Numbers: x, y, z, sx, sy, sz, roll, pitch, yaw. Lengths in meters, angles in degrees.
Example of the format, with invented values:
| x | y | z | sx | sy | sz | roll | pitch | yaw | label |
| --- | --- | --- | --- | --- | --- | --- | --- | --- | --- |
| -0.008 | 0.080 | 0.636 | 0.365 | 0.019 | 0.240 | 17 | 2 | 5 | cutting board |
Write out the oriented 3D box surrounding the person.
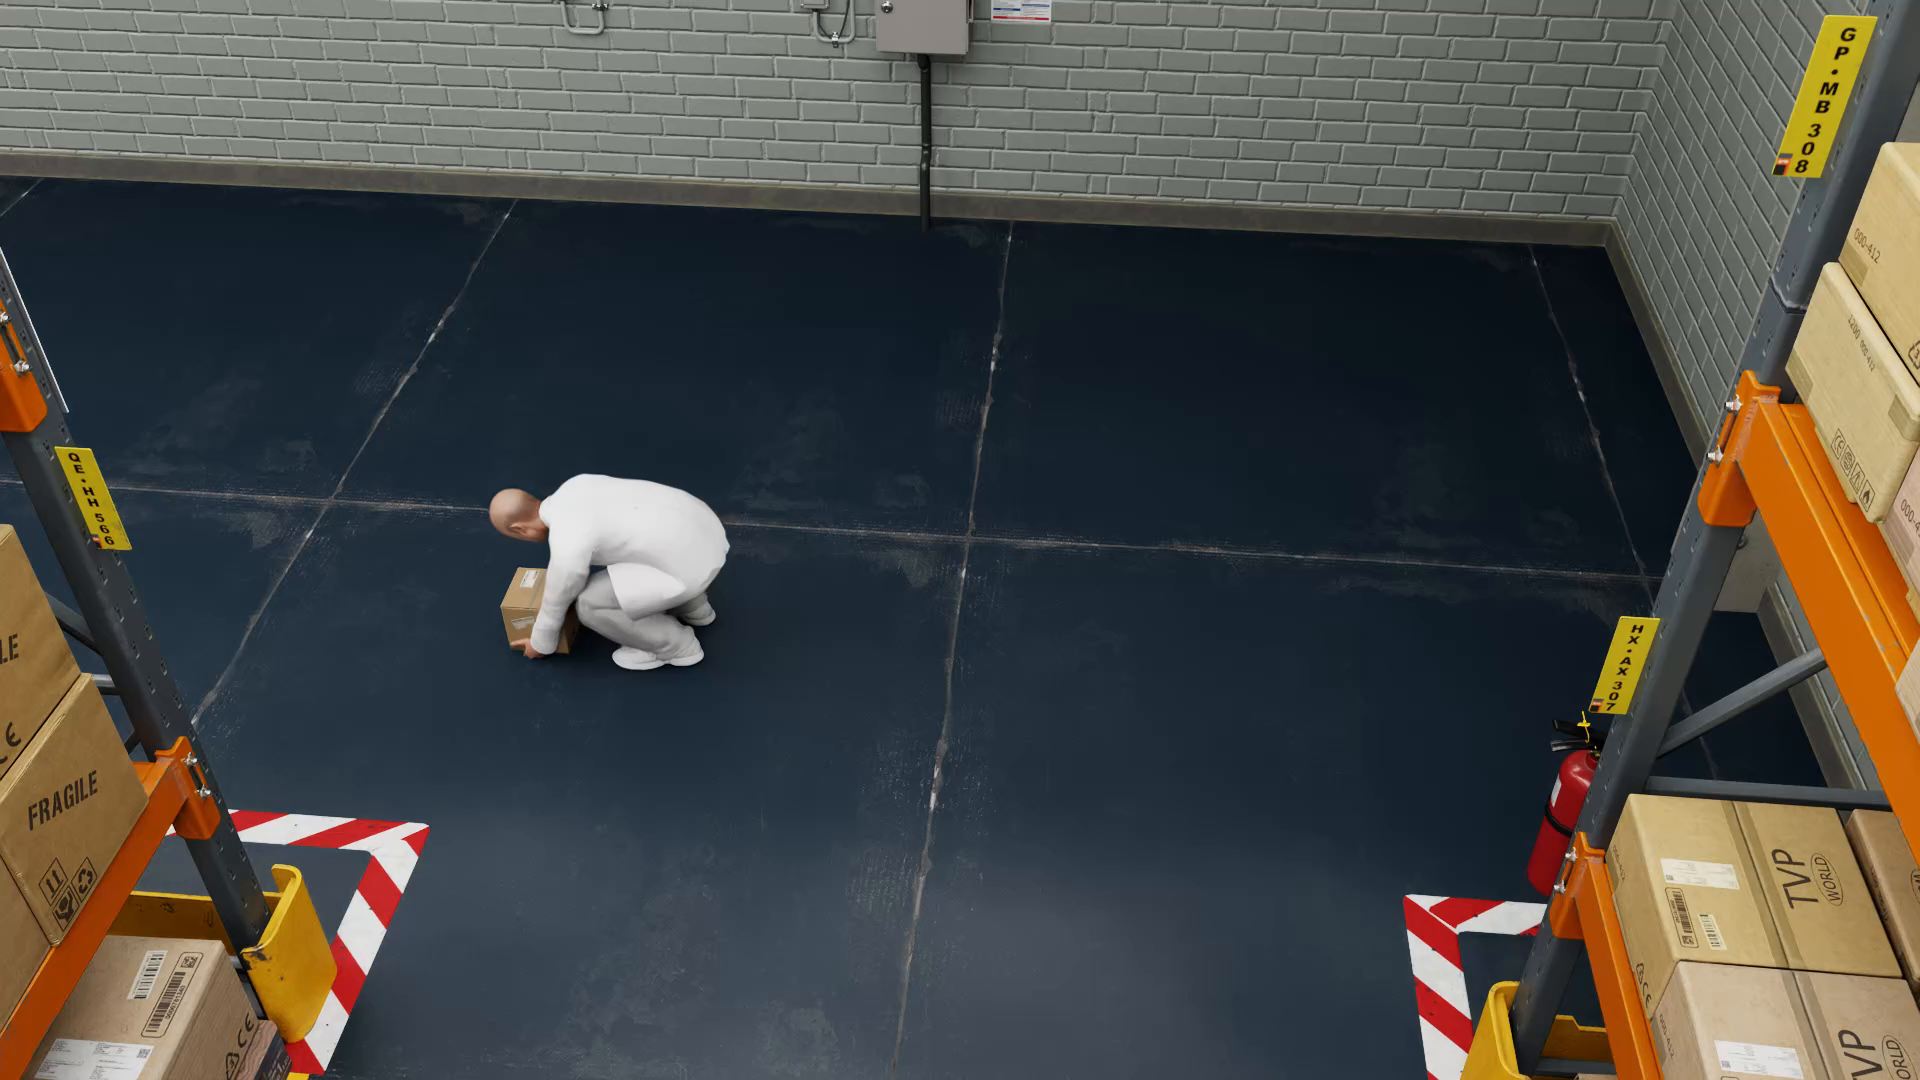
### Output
| x | y | z | sx | sy | sz | roll | pitch | yaw | label |
| --- | --- | --- | --- | --- | --- | --- | --- | --- | --- |
| -1.407 | 0.118 | 6.829 | 0.932 | 0.829 | 0.577 | 2 | 40 | 3 | person |
